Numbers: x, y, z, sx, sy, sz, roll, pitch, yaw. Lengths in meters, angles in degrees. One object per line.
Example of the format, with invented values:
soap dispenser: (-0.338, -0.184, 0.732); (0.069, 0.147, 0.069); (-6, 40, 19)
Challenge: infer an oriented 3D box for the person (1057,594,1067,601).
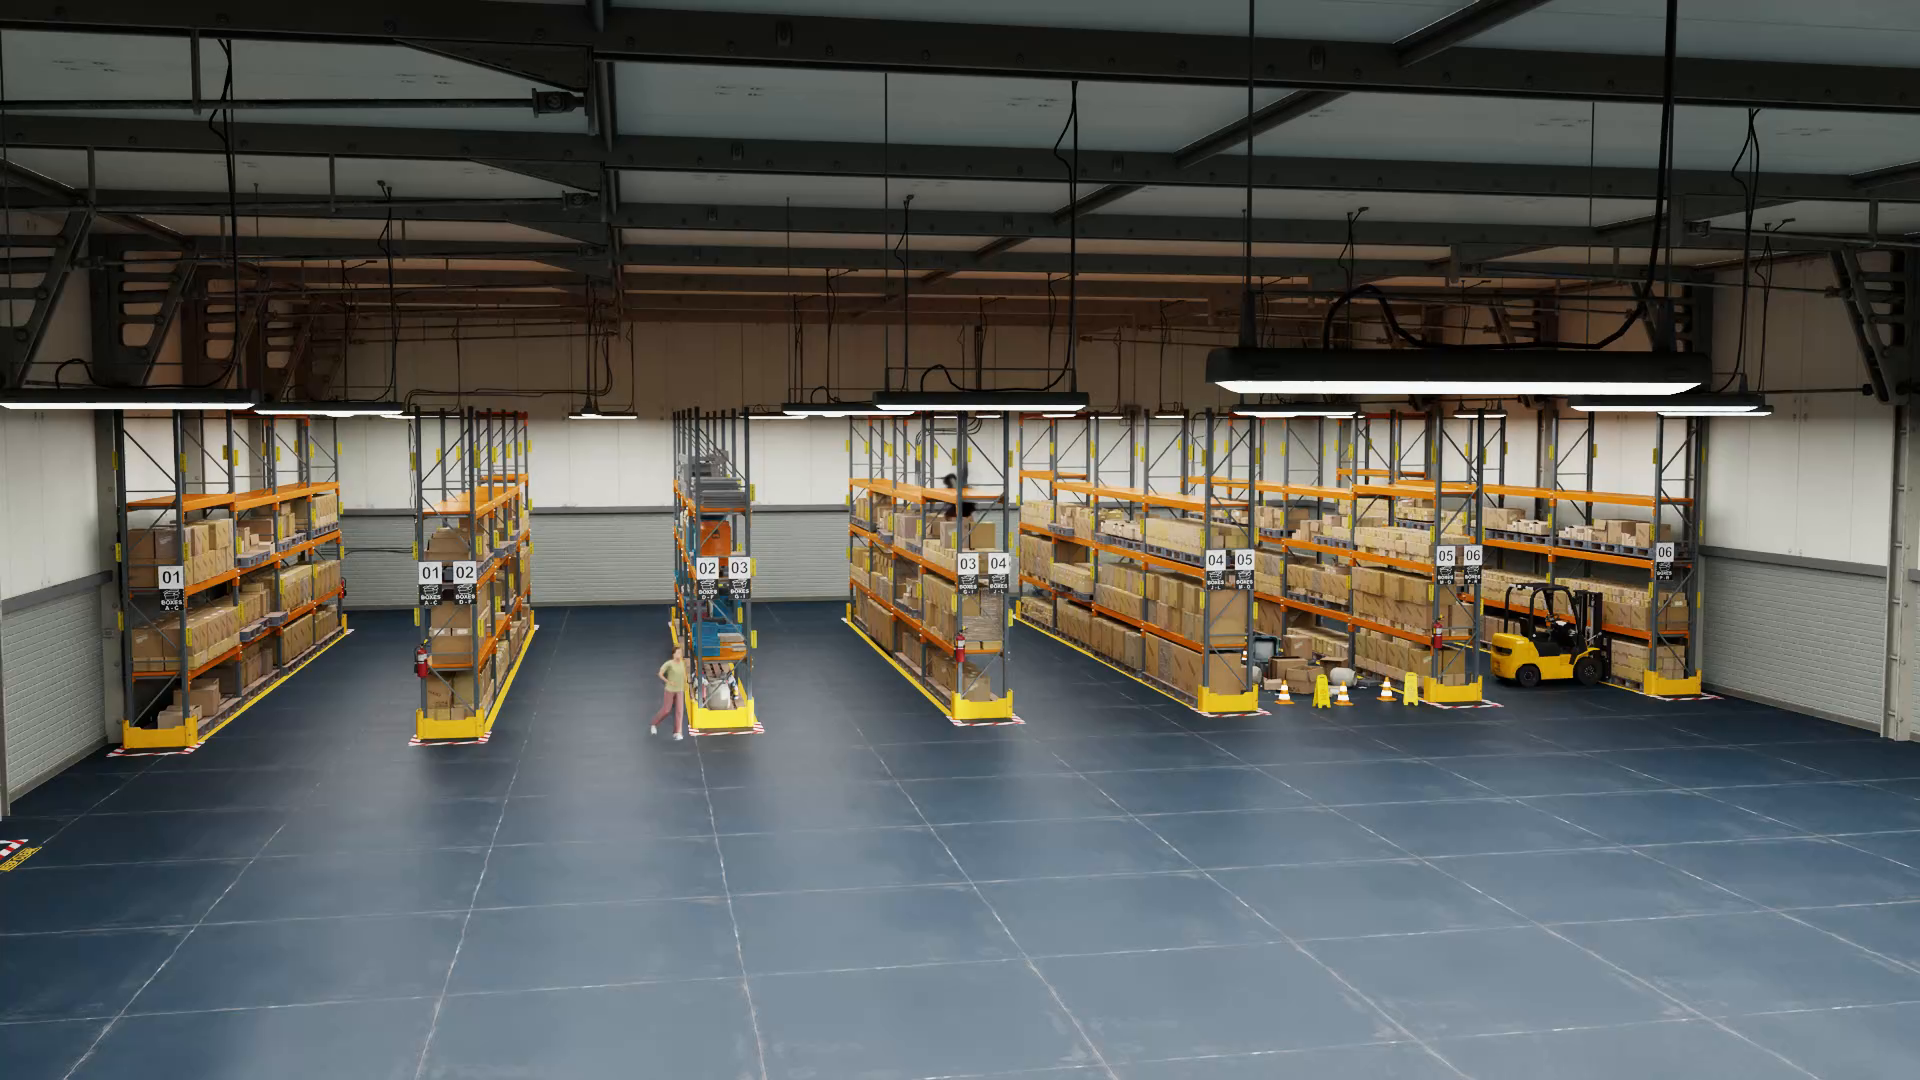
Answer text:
person: (3.037, 1.381, 49.680); (0.602, 1.602, 0.616); (4, 5, 41)

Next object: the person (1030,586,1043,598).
person: (2.356, 1.313, 49.956); (0.660, 1.713, 0.707); (0, 4, -6)

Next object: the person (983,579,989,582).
person: (0.558, 1.411, 48.976); (0.801, 1.670, 0.666); (2, 4, 20)

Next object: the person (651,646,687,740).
person: (-5.161, 2.743, 30.142); (0.637, 1.634, 0.954); (-4, 5, -41)
